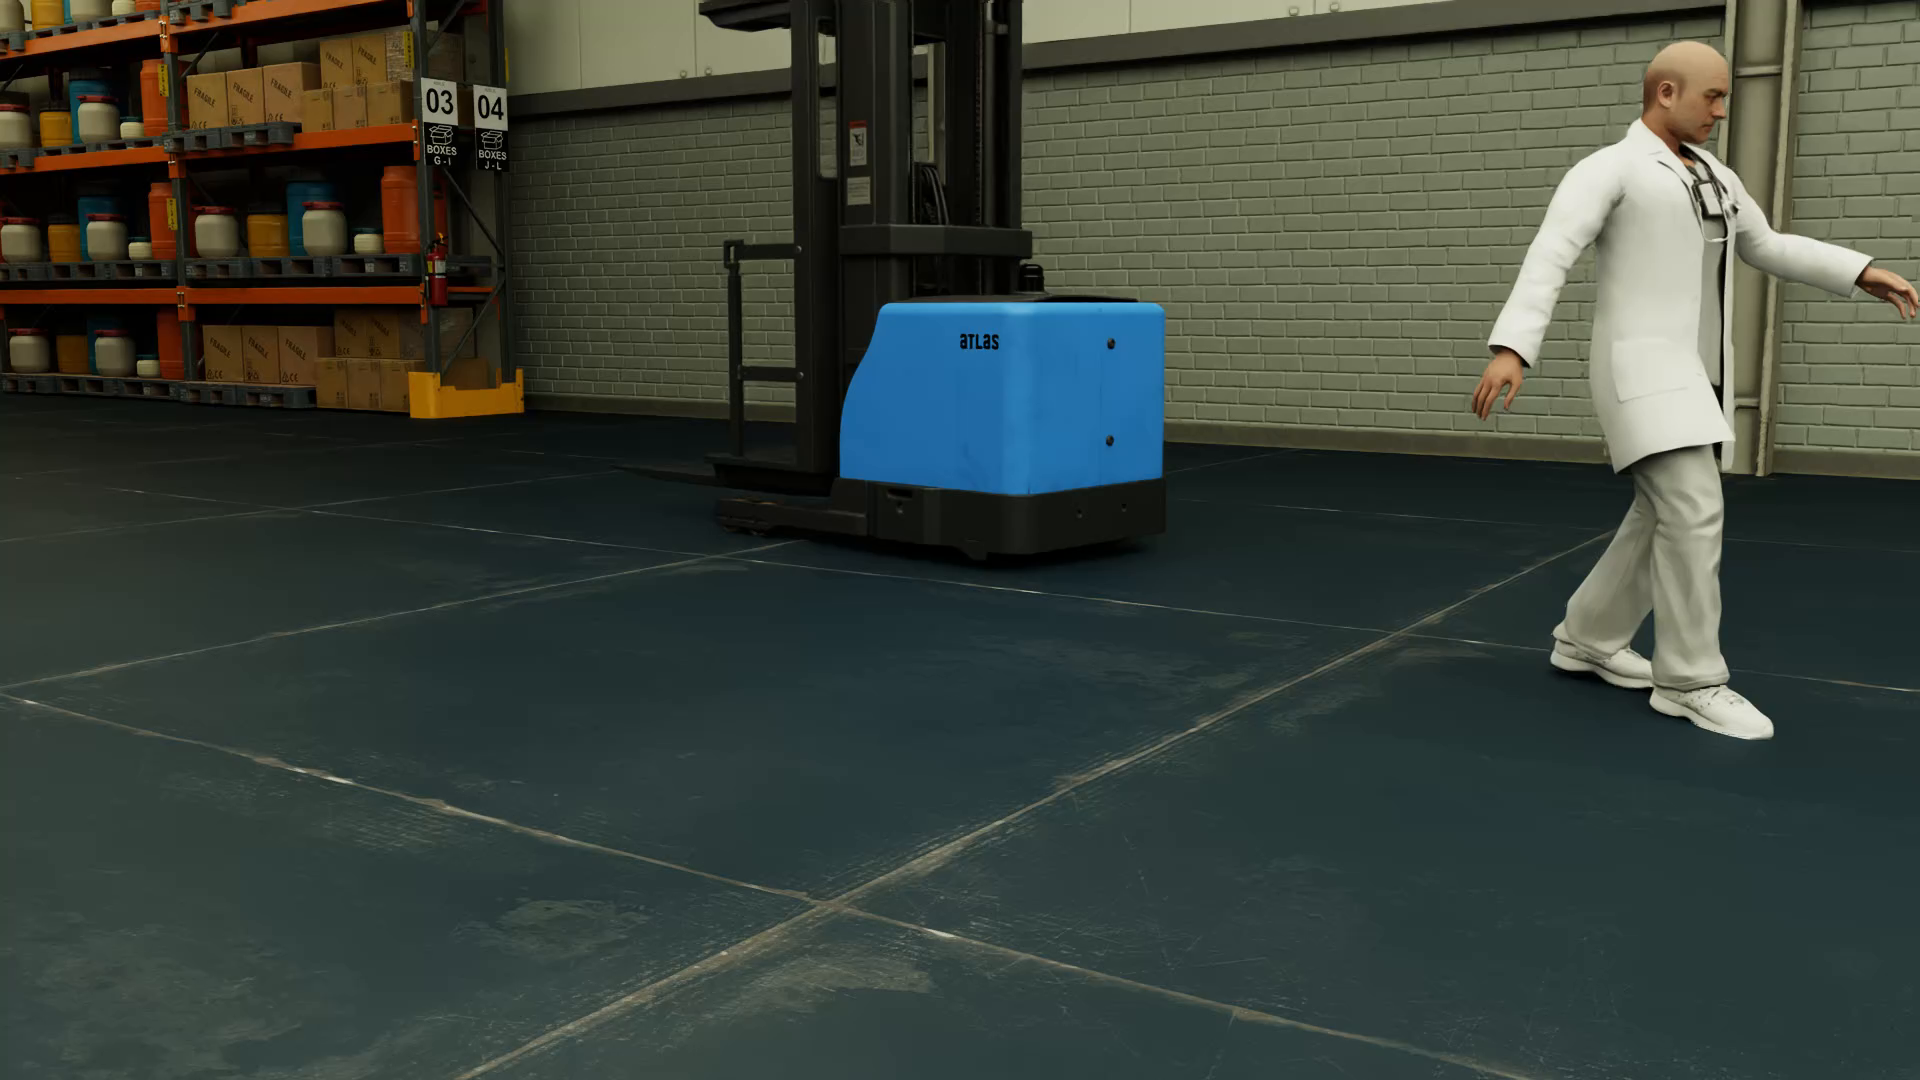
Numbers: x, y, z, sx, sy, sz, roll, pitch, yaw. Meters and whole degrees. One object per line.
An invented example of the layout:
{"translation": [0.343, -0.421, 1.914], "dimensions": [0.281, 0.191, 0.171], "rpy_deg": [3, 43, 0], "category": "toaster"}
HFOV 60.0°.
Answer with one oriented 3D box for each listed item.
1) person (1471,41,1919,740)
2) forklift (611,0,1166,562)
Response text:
{"translation": [1.880, -0.416, 4.379], "dimensions": [1.023, 1.756, 0.810], "rpy_deg": [-6, 10, -35], "category": "person"}
{"translation": [-0.514, -1.513, 7.833], "dimensions": [3.031, 2.935, 1.130], "rpy_deg": [7, 11, 42], "category": "forklift"}
